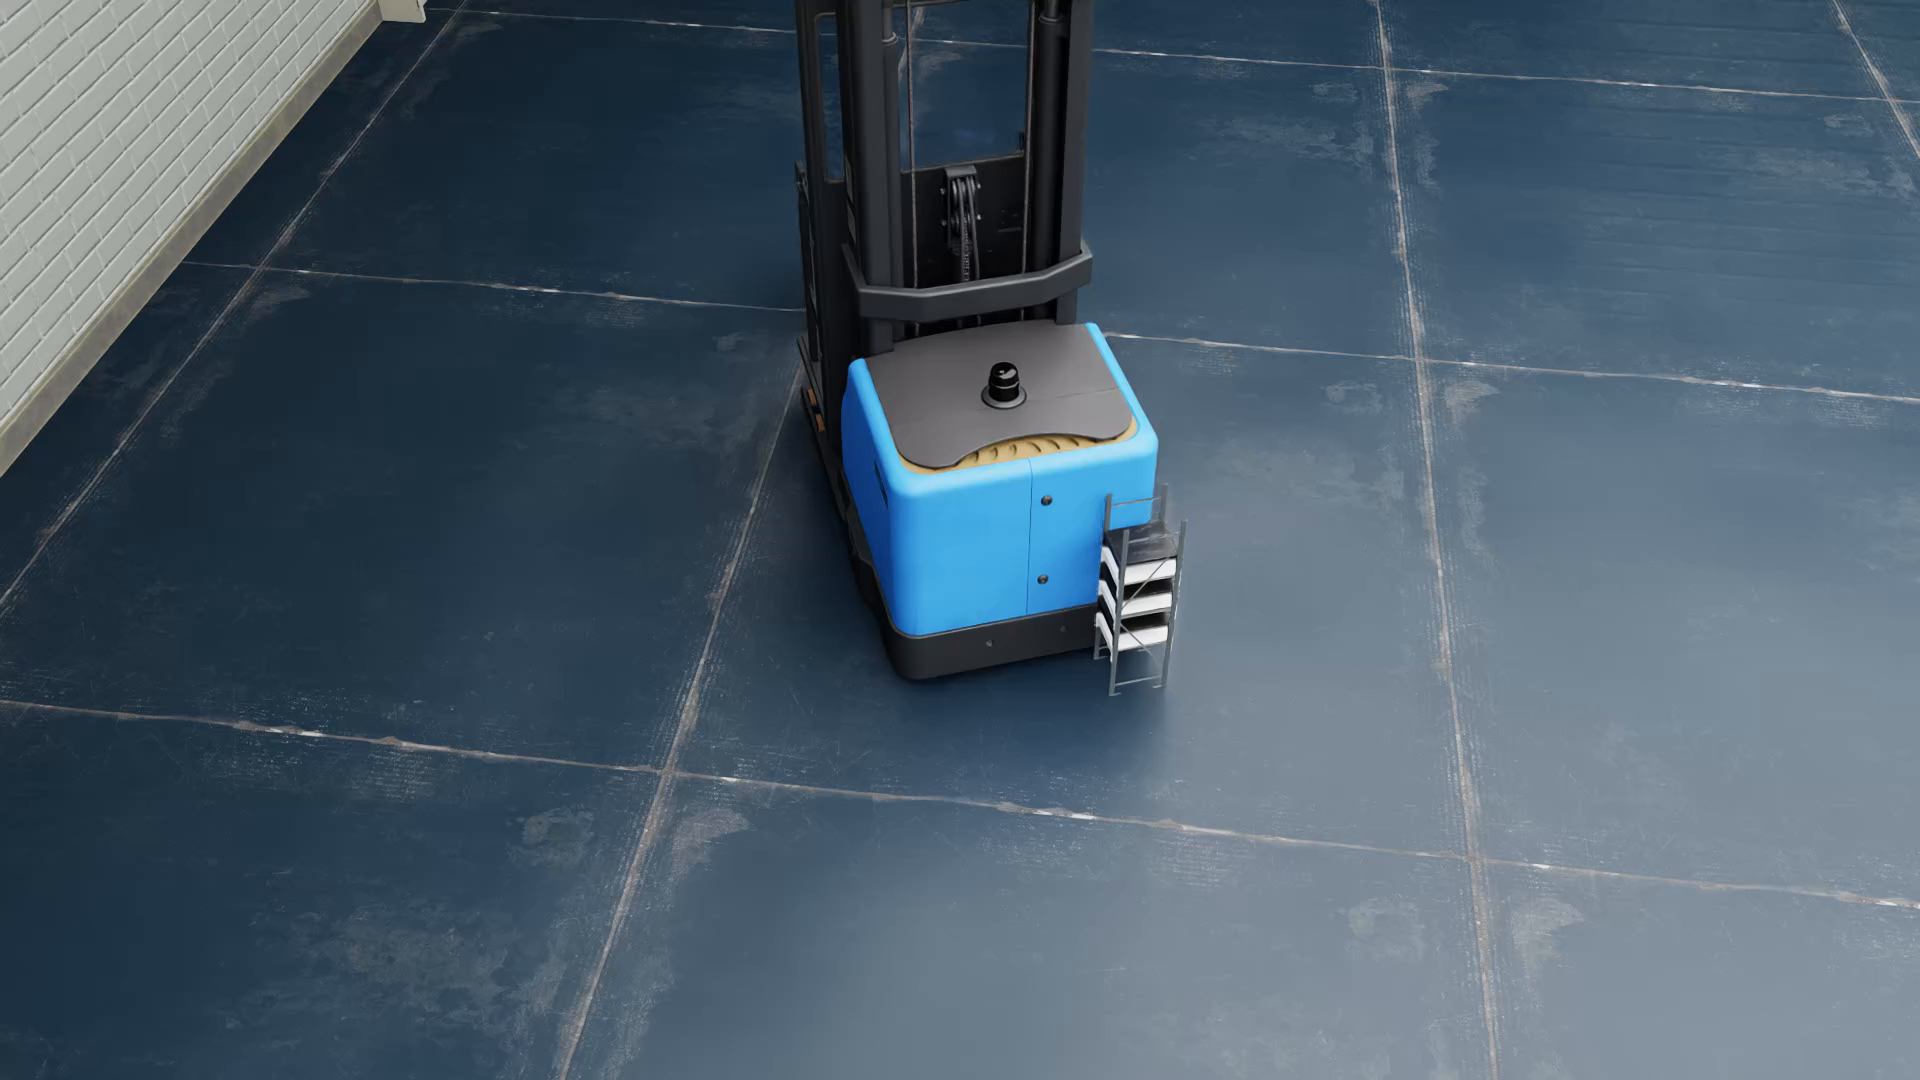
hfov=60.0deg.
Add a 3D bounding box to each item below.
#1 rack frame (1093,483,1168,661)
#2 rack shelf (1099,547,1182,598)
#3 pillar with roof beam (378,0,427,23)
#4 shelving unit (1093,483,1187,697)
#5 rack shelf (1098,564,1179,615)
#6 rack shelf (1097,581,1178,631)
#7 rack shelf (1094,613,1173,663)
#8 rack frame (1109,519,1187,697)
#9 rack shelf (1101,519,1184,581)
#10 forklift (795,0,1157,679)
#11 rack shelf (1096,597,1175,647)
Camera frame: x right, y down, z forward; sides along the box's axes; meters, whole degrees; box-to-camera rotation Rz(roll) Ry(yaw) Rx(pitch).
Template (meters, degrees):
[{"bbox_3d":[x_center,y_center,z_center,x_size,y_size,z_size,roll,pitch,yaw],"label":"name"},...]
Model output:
[{"bbox_3d":[0.654,0.139,6.449,0.240,0.900,0.006,-10,44,-11],"label":"rack frame"},{"bbox_3d":[0.680,0.100,6.277,0.258,0.077,0.200,-10,44,-11],"label":"rack shelf"},{"bbox_3d":[0.654,-6.384,7.447,9.100,9.000,0.400,5,44,6],"label":"pillar with roof beam"},{"bbox_3d":[0.680,0.207,6.377,0.258,0.900,0.210,-10,44,-11],"label":"shelving unit"},{"bbox_3d":[0.680,0.165,6.338,0.258,0.077,0.200,-10,44,-11],"label":"rack shelf"},{"bbox_3d":[0.680,0.231,6.400,0.258,0.077,0.200,-10,44,-11],"label":"rack shelf"},{"bbox_3d":[0.680,0.361,6.524,0.258,0.077,0.200,-10,44,-11],"label":"rack shelf"},{"bbox_3d":[0.706,0.274,6.306,0.240,0.900,0.006,-10,44,-11],"label":"rack frame"},{"bbox_3d":[0.680,0.035,6.215,0.258,0.077,0.200,-10,44,-11],"label":"rack shelf"},{"bbox_3d":[-0.113,-1.544,6.749,1.130,2.935,3.031,-10,44,-10],"label":"forklift"},{"bbox_3d":[0.680,0.296,6.462,0.258,0.077,0.200,-10,44,-11],"label":"rack shelf"}]
